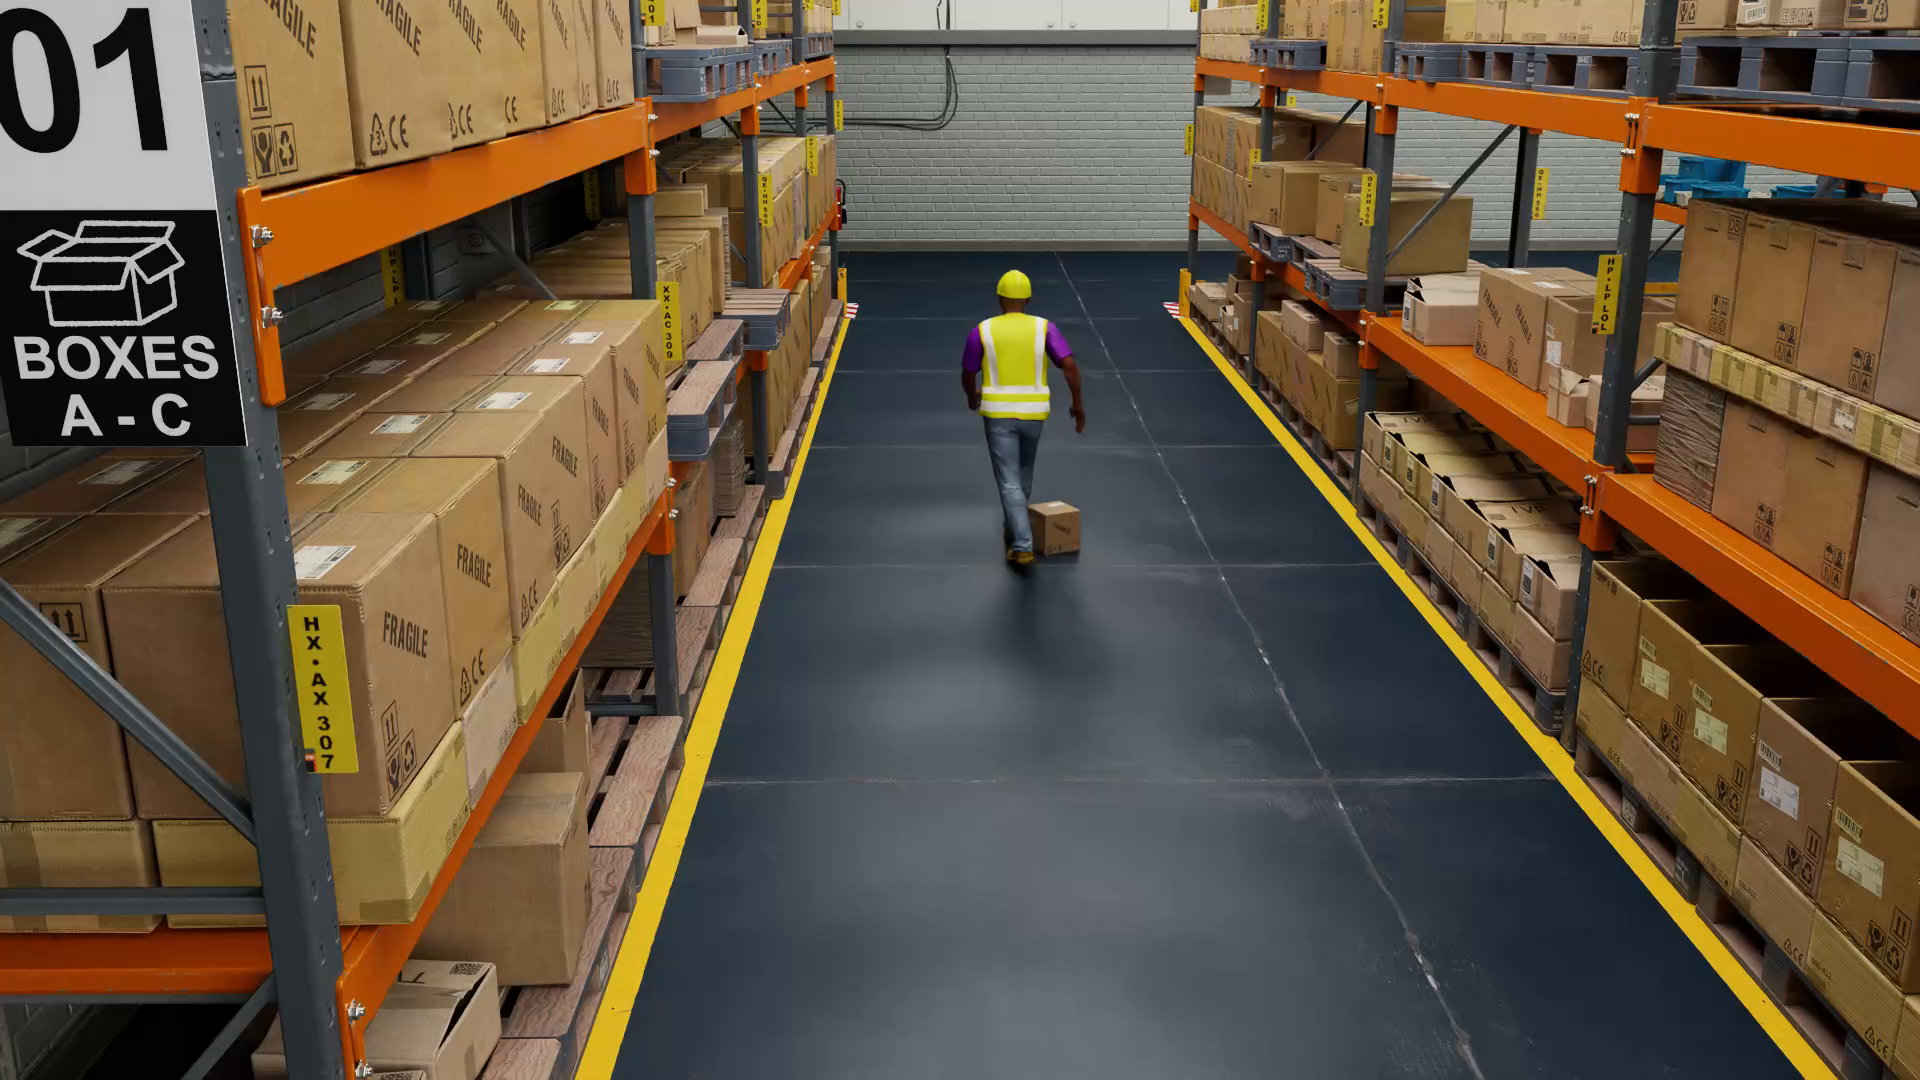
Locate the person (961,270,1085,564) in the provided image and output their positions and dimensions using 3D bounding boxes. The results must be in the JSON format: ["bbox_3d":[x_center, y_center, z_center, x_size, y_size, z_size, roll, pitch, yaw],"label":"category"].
[{"bbox_3d":[0.375,-0.721,10.030,0.719,1.780,0.956,-3,17,-11],"label":"person"}]
